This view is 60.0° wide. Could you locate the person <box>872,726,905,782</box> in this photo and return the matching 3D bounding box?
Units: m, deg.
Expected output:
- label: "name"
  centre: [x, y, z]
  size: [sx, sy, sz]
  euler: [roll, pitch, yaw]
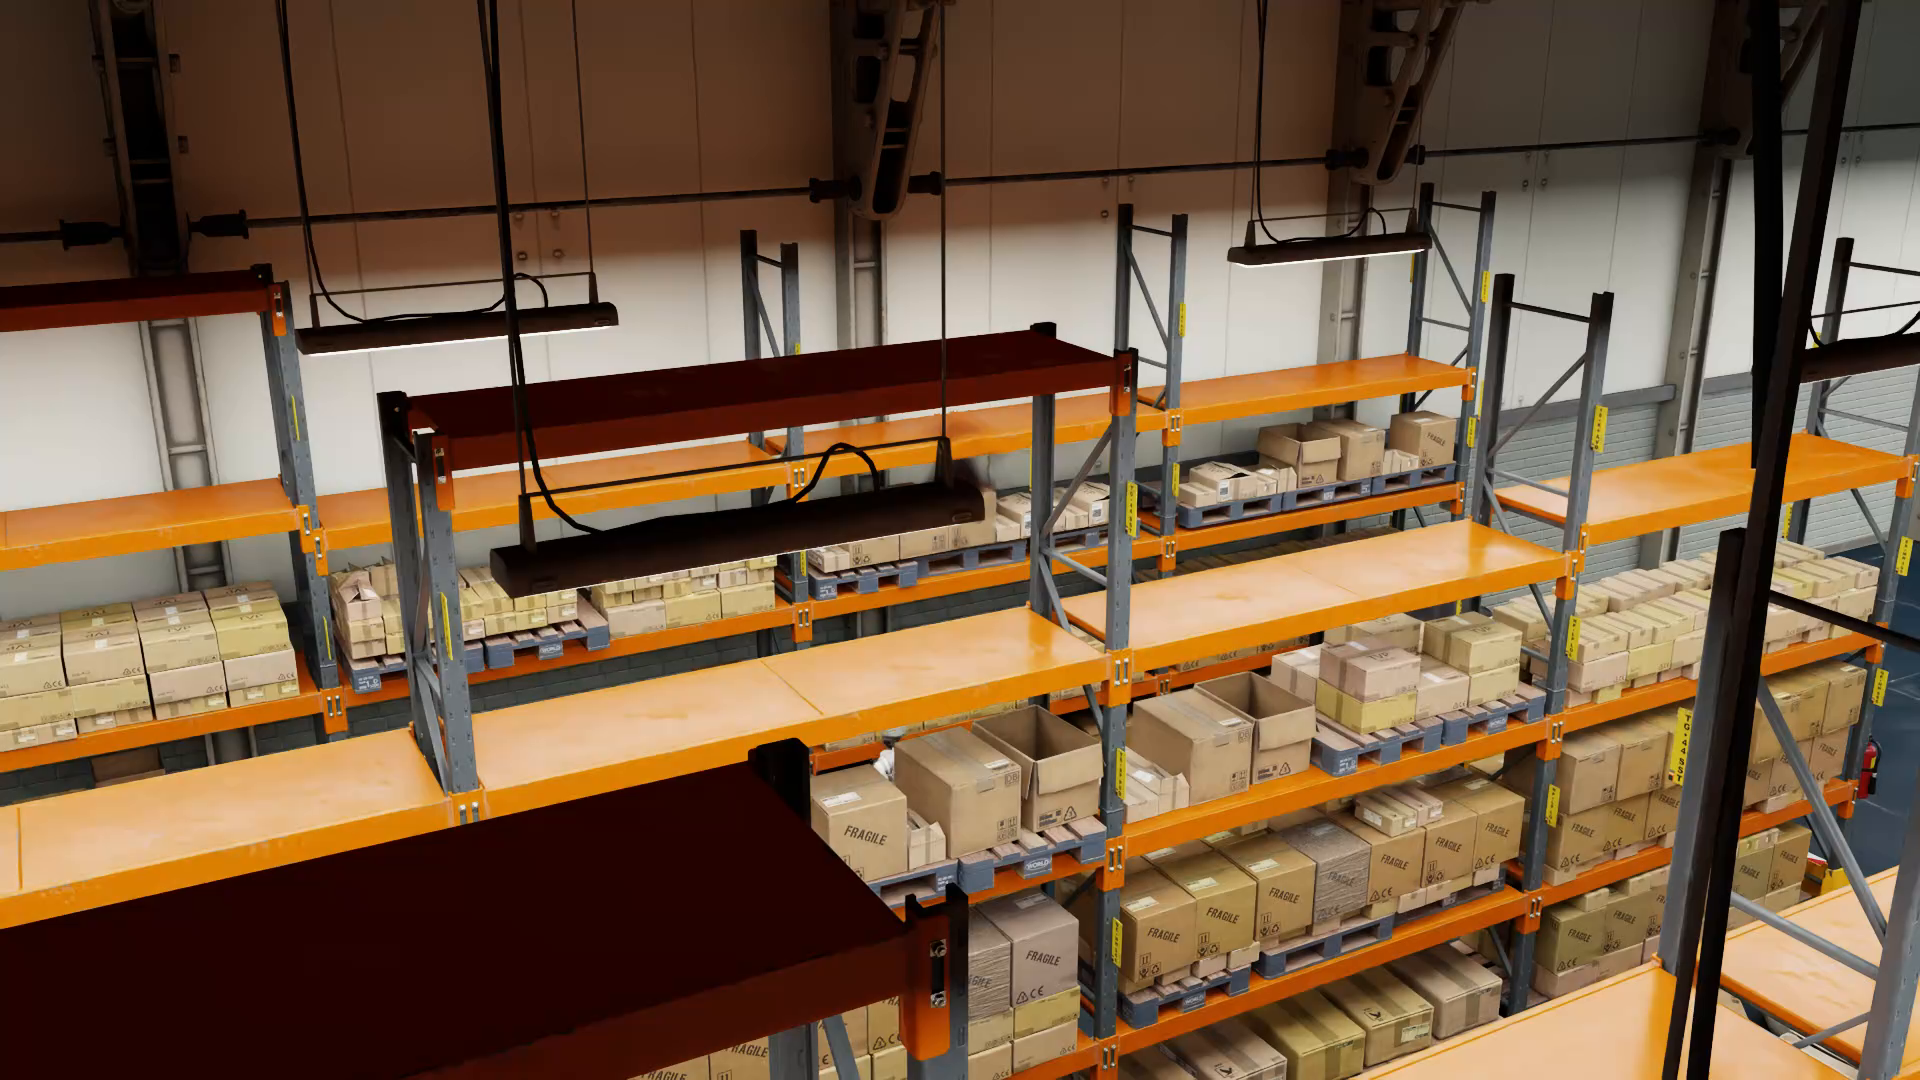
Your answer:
- label: "person"
  centre: [-0.606, 2.372, 14.699]
  size: [0.386, 1.682, 0.531]
  euler: [16, 24, 41]
